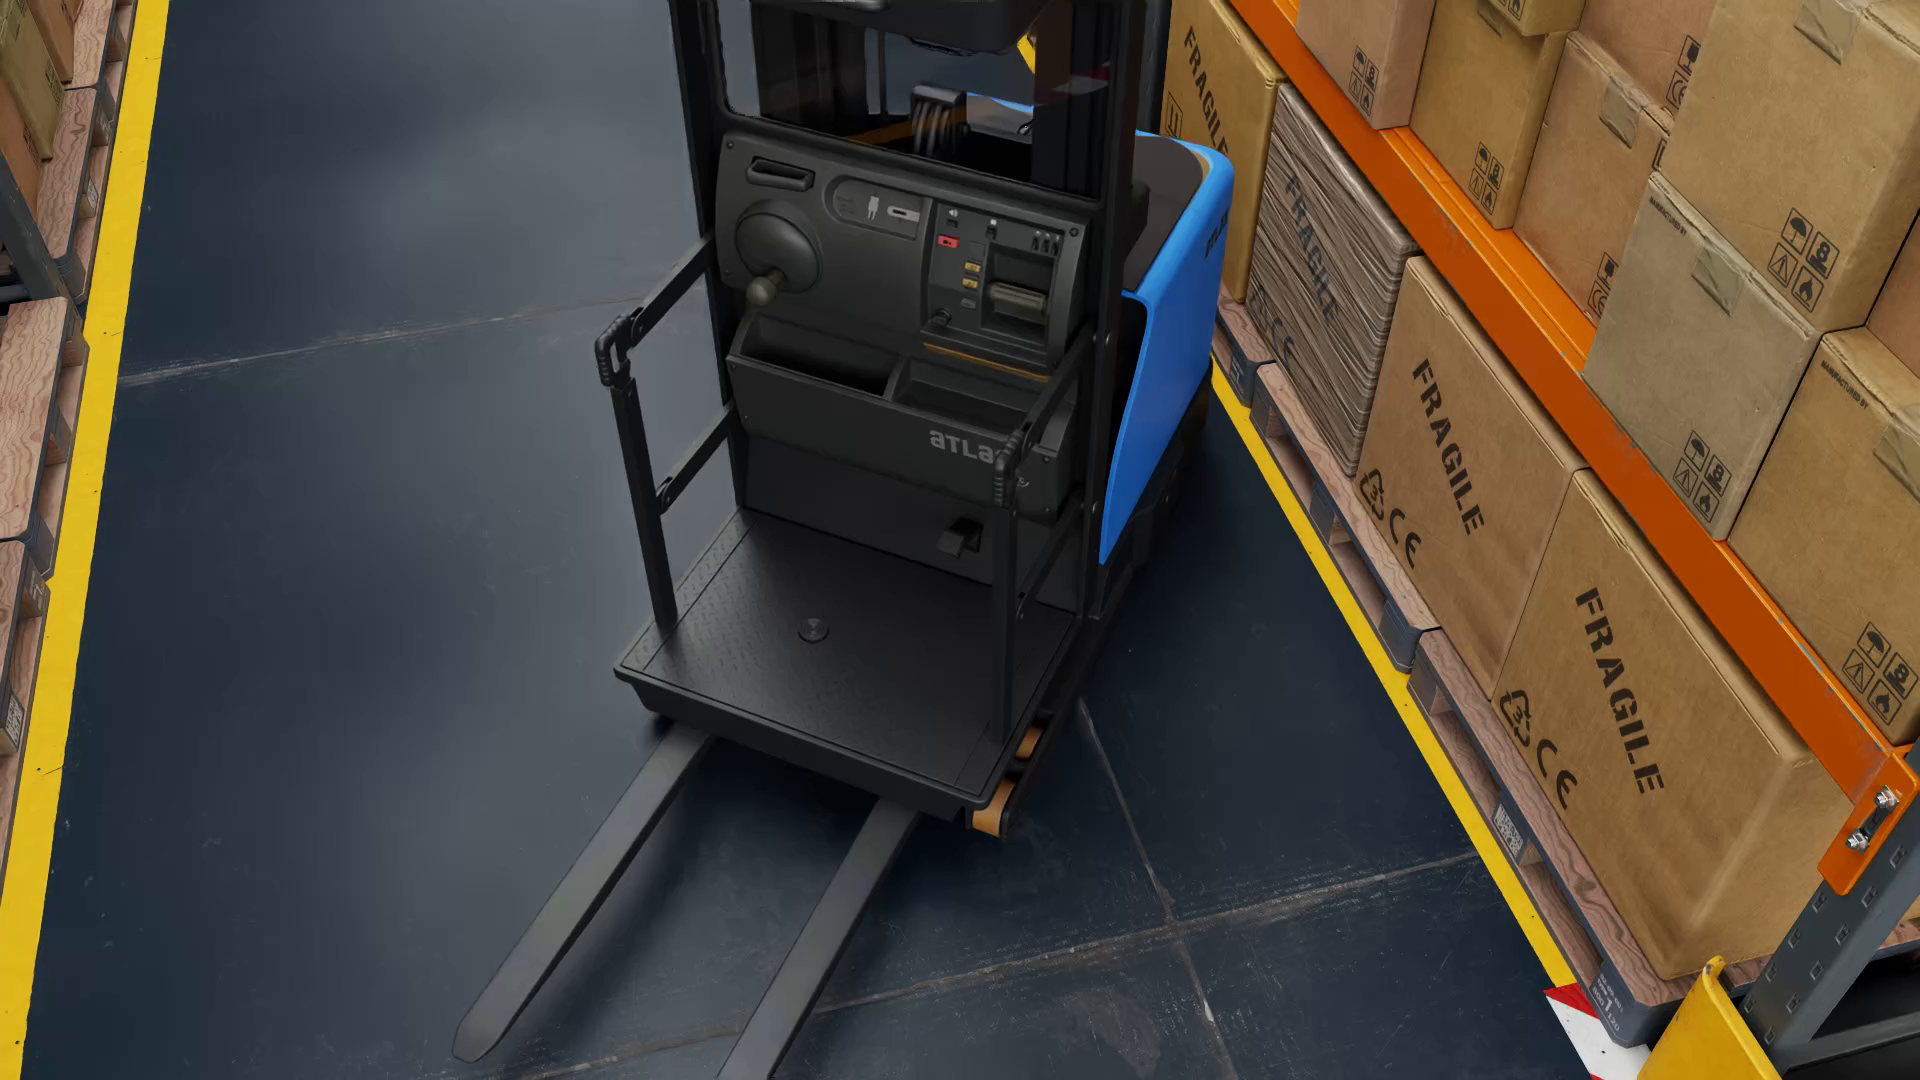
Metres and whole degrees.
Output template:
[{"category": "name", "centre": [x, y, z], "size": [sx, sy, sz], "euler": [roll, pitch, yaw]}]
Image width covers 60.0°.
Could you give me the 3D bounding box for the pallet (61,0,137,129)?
[{"category": "pallet", "centre": [-4.157, -2.108, 7.168], "size": [1.003, 0.211, 1.213], "euler": [-11, 47, -10]}]

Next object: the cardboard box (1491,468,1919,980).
[{"category": "cardboard box", "centre": [1.966, 0.363, 3.988], "size": [0.875, 0.875, 0.875], "euler": [-10, 47, -10]}]

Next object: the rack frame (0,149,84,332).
[{"category": "rack frame", "centre": [-3.641, -1.703, 4.818], "size": [1.000, 3.000, 0.127], "euler": [-11, 47, -10]}]

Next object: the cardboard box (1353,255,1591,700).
[{"category": "cardboard box", "centre": [1.739, -0.244, 4.583], "size": [0.875, 0.875, 0.875], "euler": [-11, 47, -11]}]

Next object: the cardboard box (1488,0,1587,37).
[{"category": "cardboard box", "centre": [1.643, -1.588, 3.845], "size": [0.875, 0.550, 0.500], "euler": [-11, 47, -10]}]

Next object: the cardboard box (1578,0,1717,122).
[{"category": "cardboard box", "centre": [1.904, -1.246, 3.510], "size": [0.875, 0.550, 0.550], "euler": [-11, 47, -10]}]

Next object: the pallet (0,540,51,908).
[{"category": "pallet", "centre": [-3.119, 0.575, 4.539], "size": [1.003, 0.211, 1.213], "euler": [-11, 47, -10]}]

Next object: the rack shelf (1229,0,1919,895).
[{"category": "rack shelf", "centre": [1.692, -0.907, 4.542], "size": [1.077, 0.370, 4.000], "euler": [-11, 47, -10]}]

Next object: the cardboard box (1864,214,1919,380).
[{"category": "cardboard box", "centre": [2.146, -0.472, 2.751], "size": [0.875, 0.550, 0.550], "euler": [-11, 47, -10]}]

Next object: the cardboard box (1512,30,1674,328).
[{"category": "cardboard box", "centre": [1.881, -0.864, 3.891], "size": [0.875, 0.550, 0.550], "euler": [-11, 47, -10]}]

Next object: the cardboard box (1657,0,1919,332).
[{"category": "cardboard box", "centre": [1.916, -0.835, 3.107], "size": [0.875, 0.550, 0.550], "euler": [-11, 47, -10]}]

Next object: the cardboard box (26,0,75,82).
[{"category": "cardboard box", "centre": [-4.025, -2.128, 6.678], "size": [0.700, 0.500, 0.500], "euler": [-14, 47, -14]}]

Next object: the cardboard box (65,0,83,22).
[{"category": "cardboard box", "centre": [-4.168, -2.514, 7.055], "size": [0.700, 0.500, 0.500], "euler": [-7, 46, -7]}]

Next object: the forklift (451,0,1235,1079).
[{"category": "forklift", "centre": [-0.241, -0.589, 3.775], "size": [1.130, 2.935, 3.031], "euler": [18, 48, 17]}]

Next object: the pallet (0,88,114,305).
[{"category": "pallet", "centre": [-3.841, -1.264, 6.341], "size": [1.003, 0.211, 1.213], "euler": [-11, 47, -10]}]

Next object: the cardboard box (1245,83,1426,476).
[{"category": "cardboard box", "centre": [1.508, -0.874, 5.200], "size": [0.875, 0.875, 0.875], "euler": [-10, 46, -10]}]

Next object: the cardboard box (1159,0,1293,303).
[{"category": "cardboard box", "centre": [1.273, -1.496, 5.809], "size": [0.875, 0.875, 0.875], "euler": [-10, 46, -10]}]

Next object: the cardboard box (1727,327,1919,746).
[{"category": "cardboard box", "centre": [2.065, -0.078, 3.122], "size": [0.875, 0.550, 0.550], "euler": [-11, 47, -10]}]

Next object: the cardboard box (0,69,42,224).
[{"category": "cardboard box", "centre": [-3.777, -1.409, 5.973], "size": [0.700, 0.500, 0.500], "euler": [-14, 47, -13]}]

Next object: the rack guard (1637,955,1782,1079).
[{"category": "rack guard", "centre": [2.210, 1.114, 3.809], "size": [1.175, 0.500, 0.348], "euler": [-11, 47, -10]}]

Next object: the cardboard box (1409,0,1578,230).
[{"category": "cardboard box", "centre": [1.706, -1.222, 4.242], "size": [0.875, 0.550, 0.500], "euler": [-11, 47, -10]}]

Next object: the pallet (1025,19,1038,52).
[{"category": "pallet", "centre": [0.909, -2.083, 7.143], "size": [1.003, 0.211, 1.213], "euler": [-11, 47, -10]}]

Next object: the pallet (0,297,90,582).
[{"category": "pallet", "centre": [-3.435, -0.269, 5.366], "size": [1.003, 0.211, 1.213], "euler": [-11, 47, -10]}]

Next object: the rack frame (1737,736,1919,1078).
[{"category": "rack frame", "centre": [2.201, 0.223, 2.932], "size": [0.949, 2.616, 0.053], "euler": [-11, 47, -10]}]

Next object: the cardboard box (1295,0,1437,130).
[{"category": "cardboard box", "centre": [1.473, -1.570, 4.583], "size": [0.875, 0.550, 0.550], "euler": [-11, 47, -10]}]

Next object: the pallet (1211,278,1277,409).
[{"category": "pallet", "centre": [1.299, -1.024, 6.106], "size": [1.003, 0.211, 1.213], "euler": [-11, 47, -10]}]

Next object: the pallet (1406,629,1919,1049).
[{"category": "pallet", "centre": [1.924, 0.660, 4.455], "size": [1.003, 0.211, 1.213], "euler": [-11, 47, -10]}]

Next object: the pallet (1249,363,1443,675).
[{"category": "pallet", "centre": [1.615, -0.180, 5.279], "size": [1.003, 0.211, 1.213], "euler": [-11, 47, -10]}]

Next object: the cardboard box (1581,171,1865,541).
[{"category": "cardboard box", "centre": [1.903, -0.454, 3.490], "size": [0.875, 0.550, 0.550], "euler": [-11, 47, -10]}]

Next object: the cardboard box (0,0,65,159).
[{"category": "cardboard box", "centre": [-3.881, -1.742, 6.299], "size": [0.700, 0.500, 0.500], "euler": [-11, 47, -11]}]

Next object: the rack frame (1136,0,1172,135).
[{"category": "rack frame", "centre": [1.180, -2.540, 5.639], "size": [1.000, 3.000, 0.127], "euler": [-11, 47, -10]}]
